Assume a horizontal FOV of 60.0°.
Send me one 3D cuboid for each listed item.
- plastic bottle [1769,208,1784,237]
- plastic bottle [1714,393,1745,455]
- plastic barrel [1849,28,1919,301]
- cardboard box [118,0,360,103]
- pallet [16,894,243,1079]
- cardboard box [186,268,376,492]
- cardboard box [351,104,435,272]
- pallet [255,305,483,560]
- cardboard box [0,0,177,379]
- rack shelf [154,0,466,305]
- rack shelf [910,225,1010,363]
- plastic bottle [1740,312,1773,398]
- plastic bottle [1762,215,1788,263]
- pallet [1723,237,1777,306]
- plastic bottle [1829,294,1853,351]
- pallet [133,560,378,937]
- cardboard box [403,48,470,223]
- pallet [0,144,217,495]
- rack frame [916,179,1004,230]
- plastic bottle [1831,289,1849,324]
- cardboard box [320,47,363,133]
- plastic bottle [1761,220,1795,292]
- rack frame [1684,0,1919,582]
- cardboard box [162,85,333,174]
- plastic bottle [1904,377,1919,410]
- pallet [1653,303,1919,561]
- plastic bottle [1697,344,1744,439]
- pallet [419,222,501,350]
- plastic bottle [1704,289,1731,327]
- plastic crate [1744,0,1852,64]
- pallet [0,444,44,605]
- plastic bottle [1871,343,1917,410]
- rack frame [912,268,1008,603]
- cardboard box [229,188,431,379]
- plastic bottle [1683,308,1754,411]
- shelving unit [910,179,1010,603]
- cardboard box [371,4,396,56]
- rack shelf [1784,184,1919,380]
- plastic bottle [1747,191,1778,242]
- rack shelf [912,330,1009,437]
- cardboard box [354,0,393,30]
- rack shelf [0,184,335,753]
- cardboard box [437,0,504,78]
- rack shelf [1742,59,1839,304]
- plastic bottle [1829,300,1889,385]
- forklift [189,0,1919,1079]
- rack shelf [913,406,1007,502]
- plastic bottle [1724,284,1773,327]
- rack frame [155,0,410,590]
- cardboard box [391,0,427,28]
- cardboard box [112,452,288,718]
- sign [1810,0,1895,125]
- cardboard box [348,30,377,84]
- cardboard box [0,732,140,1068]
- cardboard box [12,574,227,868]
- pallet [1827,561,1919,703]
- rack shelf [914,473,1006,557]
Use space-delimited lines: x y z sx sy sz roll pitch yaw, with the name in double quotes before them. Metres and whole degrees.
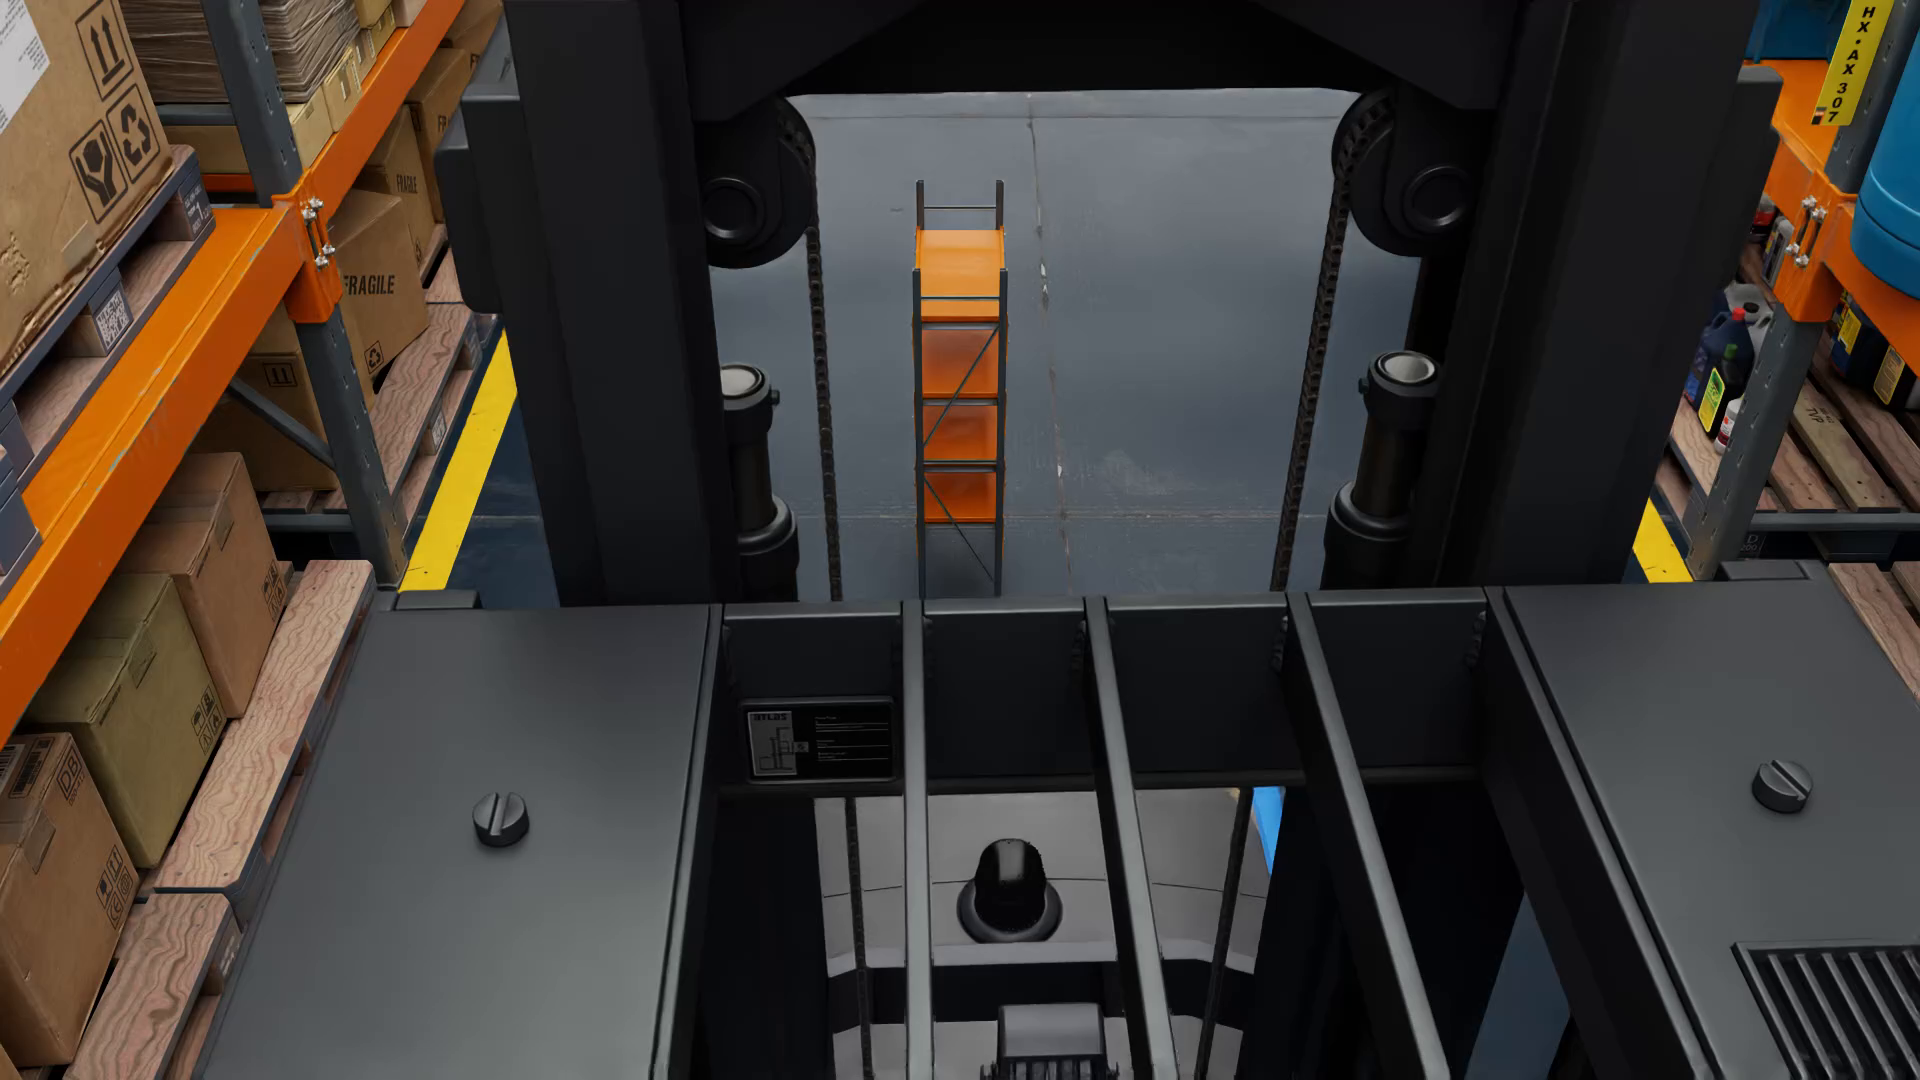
"plastic bottle" 3.155 -1.278 6.272 0.152 0.276 0.135 -1 39 -1
"plastic bottle" 2.434 -0.367 5.195 0.097 0.201 0.097 0 39 0
"plastic barrel" 2.444 -1.014 3.716 0.600 0.901 0.708 0 39 0
"cardboard box" -2.145 -1.493 4.397 0.875 0.500 0.500 0 39 0
"pallet" -2.200 1.283 3.480 1.003 0.211 1.213 0 39 0
"cardboard box" -2.167 -0.495 5.133 0.500 0.500 0.500 -1 39 -1
"cardboard box" -2.255 -1.242 6.064 0.500 0.500 0.500 -3 39 -4
"pallet" -2.243 -0.389 5.566 1.003 0.211 1.213 0 39 0
"cardboard box" -2.346 -0.958 3.231 1.000 1.000 1.000 0 39 0
"rack shelf" -2.209 -2.027 5.956 1.077 0.370 4.000 0 39 0
"rack shelf" 0.000 -0.671 4.500 0.258 0.148 0.480 0 39 0
"plastic bottle" 2.601 -0.601 5.368 0.144 0.351 0.185 0 39 0
"plastic bottle" 3.039 -1.118 6.132 0.097 0.201 0.097 0 39 0
"pallet" 2.783 -1.157 6.525 1.003 0.211 1.213 0 39 0
"plastic bottle" 3.039 -0.763 5.633 0.097 0.271 0.097 0 39 0
"pallet" -2.204 0.518 4.435 1.003 0.211 1.213 0 39 0
"cardboard box" -2.211 -1.591 6.499 0.500 0.500 0.500 3 39 4
"pallet" -2.351 -0.504 3.633 1.003 0.211 1.213 0 39 0
"rack frame" 0.000 -0.517 4.936 0.240 1.200 0.015 0 39 0
"plastic bottle" 3.122 -0.882 5.782 0.097 0.271 0.097 0 39 0
"cardboard box" -1.894 -1.250 4.612 0.380 0.149 0.250 0 39 0
"plastic bottle" 3.011 -1.042 5.978 0.152 0.276 0.135 0 39 0
"rack frame" 2.746 -1.060 4.174 1.000 3.000 0.127 0 39 0
"cardboard box" -1.906 -1.093 4.417 0.380 0.149 0.250 0 39 0
"plastic bottle" 3.156 -0.571 5.390 0.152 0.276 0.135 1 39 2
"pallet" 2.787 -0.392 5.571 1.003 0.211 1.213 0 39 0
"plastic bottle" 2.416 -0.473 5.261 0.061 0.283 0.133 2 39 2
"pallet" -2.247 -1.153 6.521 1.003 0.211 1.213 0 39 0
"plastic bottle" 2.457 -0.721 5.517 0.144 0.351 0.185 -2 39 -2
"plastic crate" 2.473 -1.694 5.084 0.499 0.251 0.616 0 39 0
"pallet" -2.245 0.282 2.653 1.003 0.211 1.213 0 39 0
"plastic bottle" 3.050 -0.573 5.387 0.061 0.283 0.133 0 39 0
"rack frame" 0.000 -0.212 4.555 0.240 1.200 0.015 0 39 0
"cardboard box" -2.176 -0.854 5.580 0.500 0.500 0.500 12 40 14
"plastic bottle" 2.457 -0.601 5.368 0.144 0.351 0.185 -1 39 -1
"shelving unit" 0.000 -0.365 4.746 0.258 1.200 0.503 0 39 0
"cardboard box" -1.931 -1.562 5.002 0.380 0.149 0.250 0 39 0
"rack shelf" 2.748 0.471 2.839 1.077 0.370 4.000 0 39 0
"plastic bottle" 3.030 -1.237 6.281 0.097 0.201 0.097 0 39 0
"rack shelf" 0.000 -0.487 4.648 0.258 0.148 0.480 0 39 0
"cardboard box" -2.111 -1.806 4.787 0.875 0.500 0.500 0 39 0
"rack shelf" -2.205 0.475 2.834 1.077 0.370 4.000 0 39 0
"cardboard box" -2.192 -1.982 6.988 0.500 0.500 0.500 10 40 12
"rack shelf" 2.744 -2.030 5.960 1.077 0.370 4.000 0 39 0
"plastic bottle" 3.016 -0.703 5.495 0.144 0.351 0.185 0 39 0
"forklift" 0.119 1.018 1.636 1.130 2.935 3.031 -1 39 -2
"rack shelf" 0.000 -0.312 4.788 0.258 0.148 0.480 0 39 0
"plastic bottle" 2.605 -0.708 5.560 0.152 0.276 0.135 0 39 0
"rack frame" -2.207 -1.057 4.170 1.000 3.000 0.127 0 39 0
"cardboard box" -1.890 -1.719 5.197 0.380 0.149 0.250 0 39 0
"cardboard box" -2.228 0.131 4.335 0.700 0.500 0.500 -3 39 -4
"sign" 2.196 -1.175 4.096 0.100 0.325 0.005 0 39 0
"cardboard box" -1.922 -1.406 4.807 0.380 0.149 0.250 0 39 0
"cardboard box" -2.245 0.779 3.526 0.700 0.500 0.500 -3 39 -4
"cardboard box" -2.246 0.429 3.963 0.700 0.500 0.500 0 39 0
"pallet" 2.786 0.519 4.434 1.003 0.211 1.213 0 39 0
"rack shelf" 0.000 -0.157 4.912 0.258 0.148 0.480 0 39 0
